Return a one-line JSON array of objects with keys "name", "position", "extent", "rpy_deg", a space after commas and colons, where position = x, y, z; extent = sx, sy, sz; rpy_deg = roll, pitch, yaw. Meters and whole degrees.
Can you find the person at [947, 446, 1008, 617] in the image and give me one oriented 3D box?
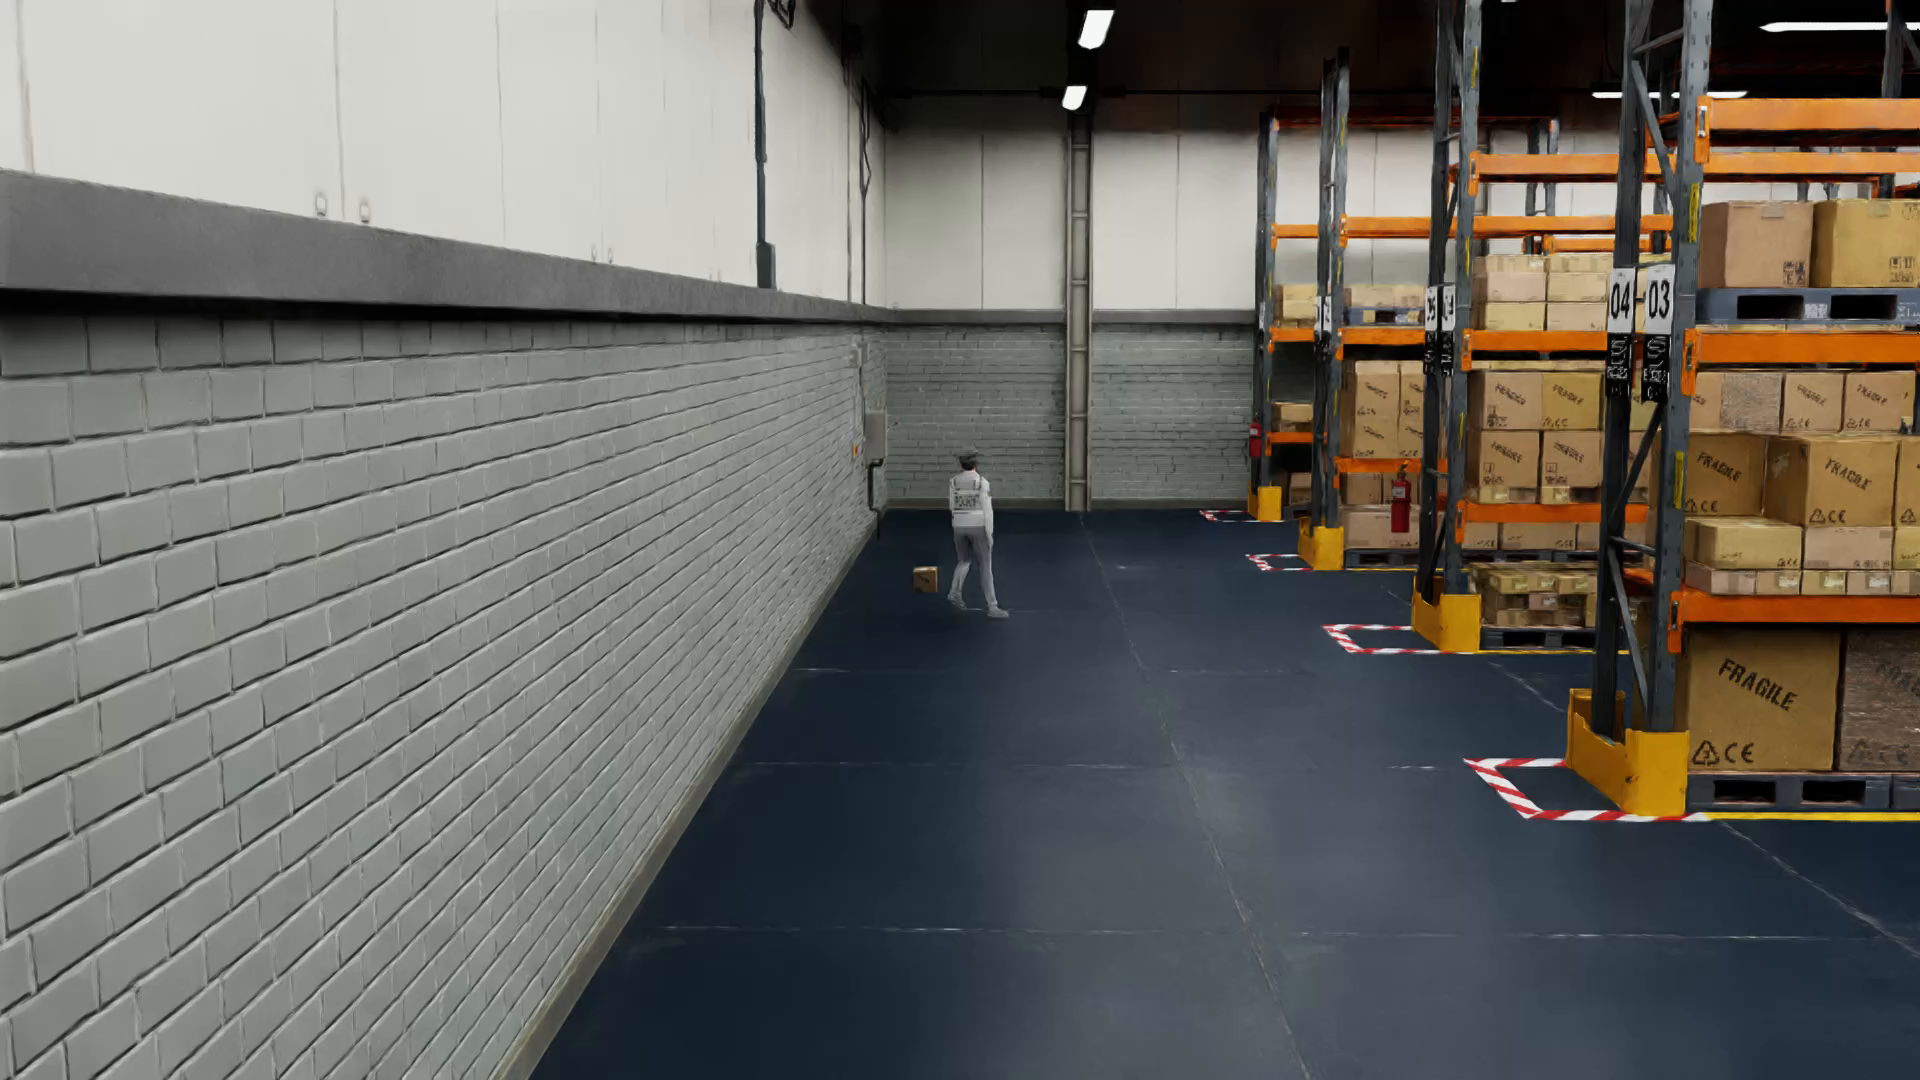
[{"name": "person", "position": [0.177, -0.081, 16.320], "extent": [0.606, 1.664, 0.437], "rpy_deg": [3, 8, 24]}]
